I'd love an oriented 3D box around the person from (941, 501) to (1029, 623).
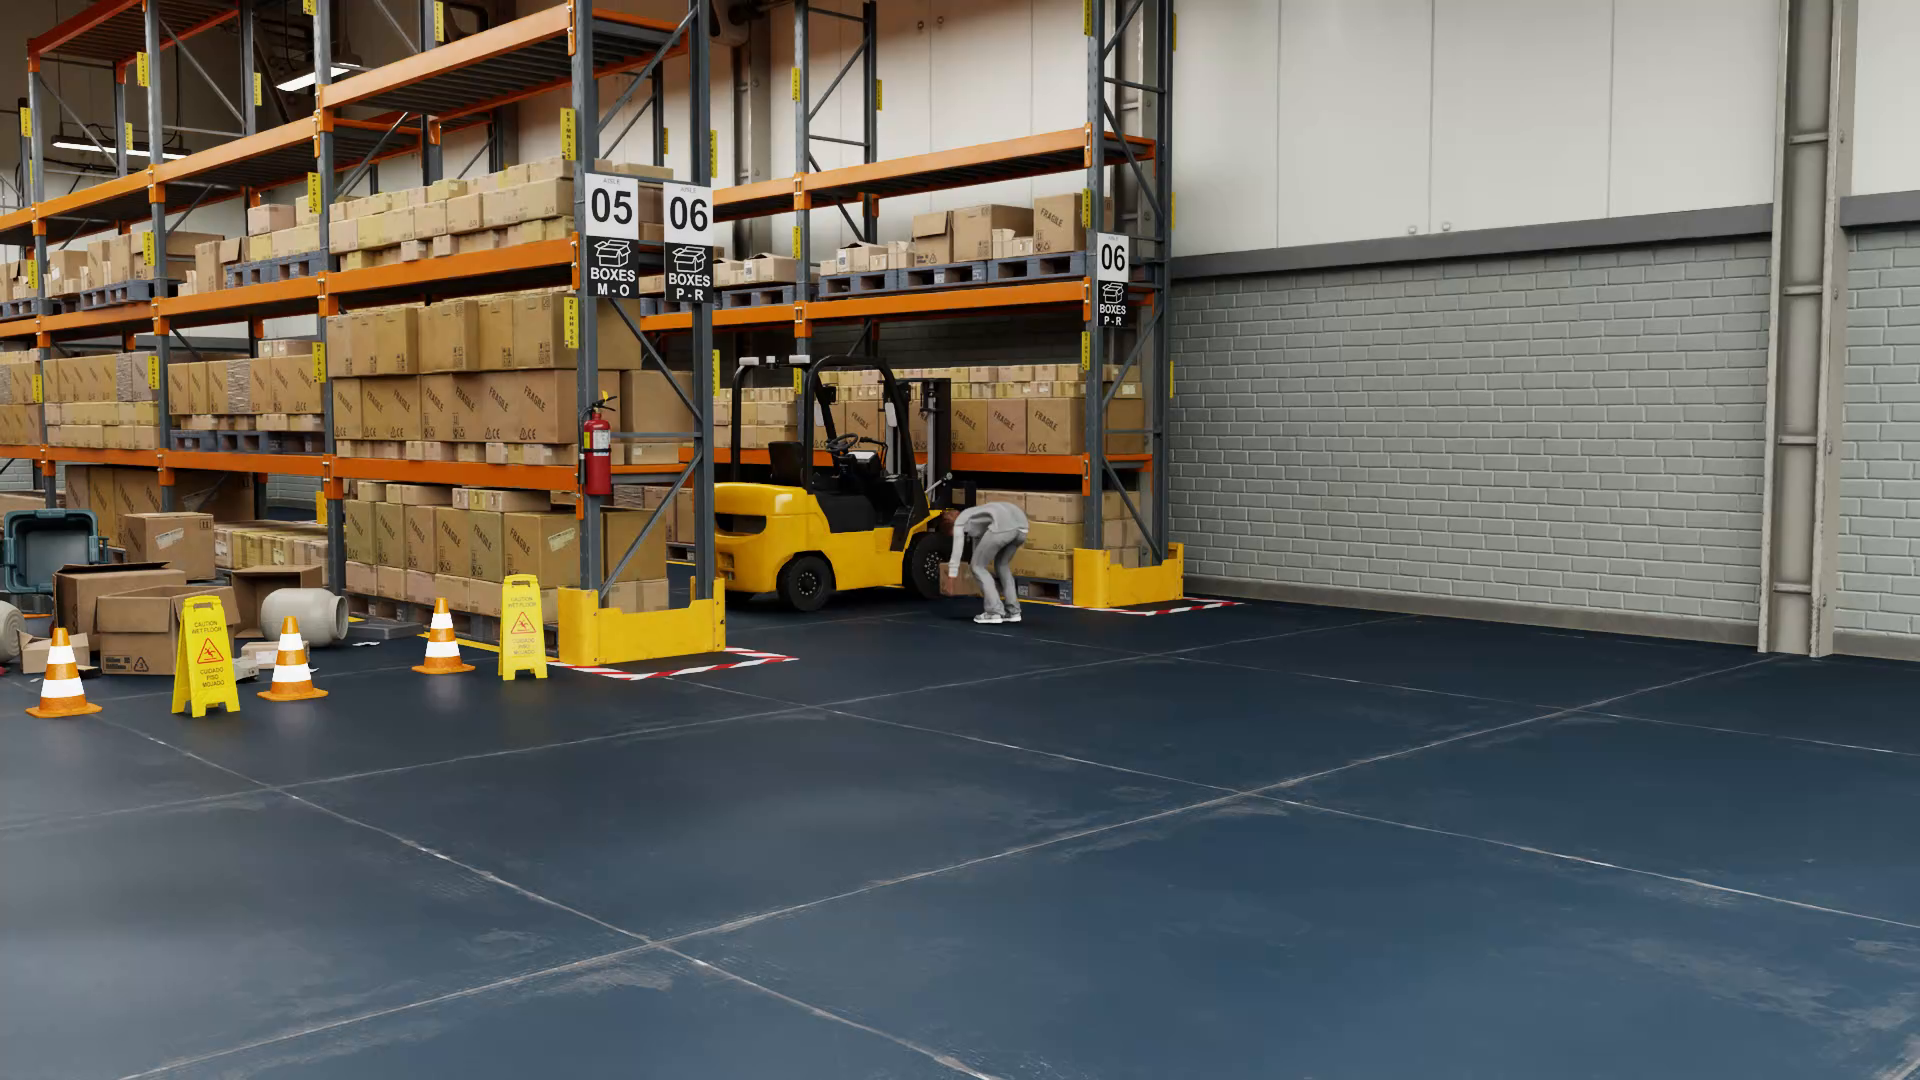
[{"bbox_3d":[0.174,0.167,13.319,0.870,0.970,0.405,4,6,44],"label":"person"}]
